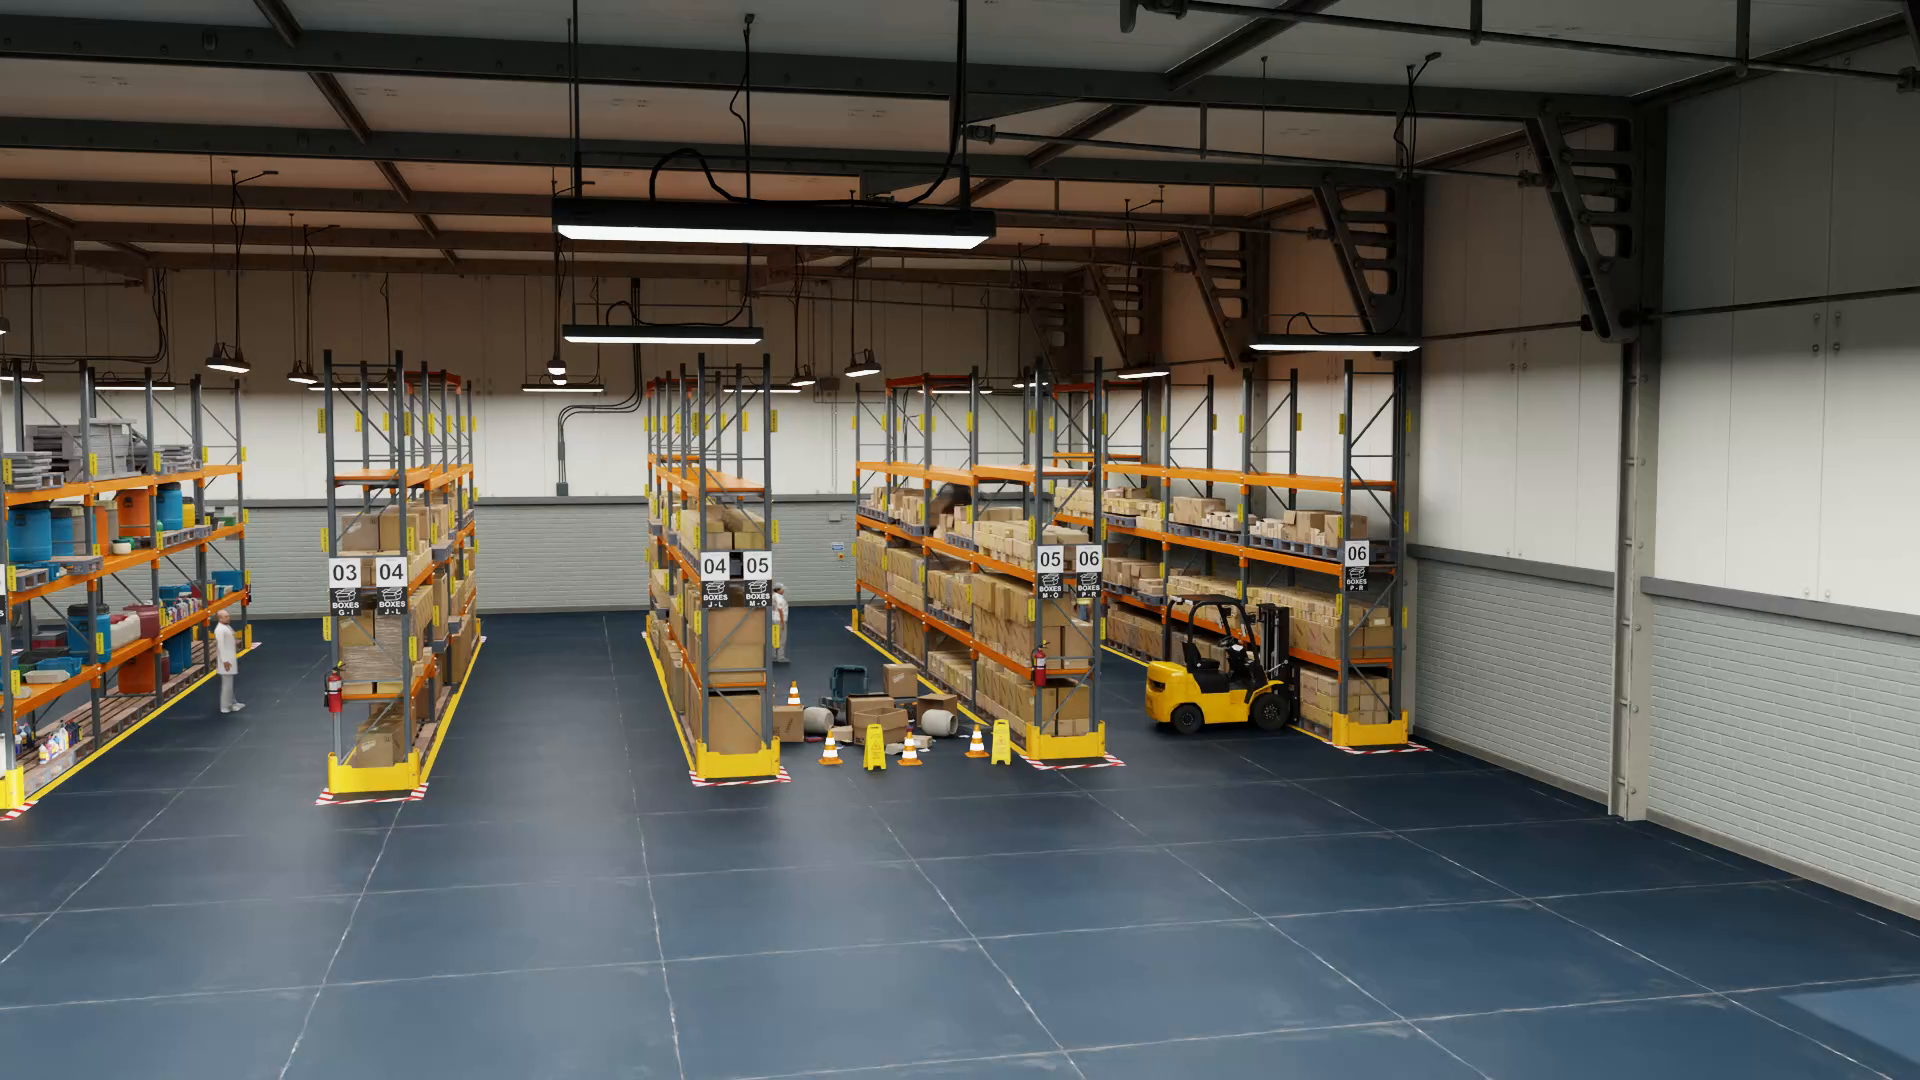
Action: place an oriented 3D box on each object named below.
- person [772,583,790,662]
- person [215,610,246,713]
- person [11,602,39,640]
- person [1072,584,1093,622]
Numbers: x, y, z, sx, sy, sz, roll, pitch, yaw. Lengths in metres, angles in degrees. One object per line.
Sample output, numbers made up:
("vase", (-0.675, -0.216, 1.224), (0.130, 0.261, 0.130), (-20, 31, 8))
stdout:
("person", (-3.809, 1.731, 34.960), (0.400, 1.664, 0.532), (-2, 5, -30))
("person", (-12.714, 2.100, 28.976), (0.499, 1.778, 0.613), (-2, 5, -29))
("person", (-21.577, 1.515, 38.296), (0.990, 1.600, 0.498), (0, 4, -5))
("person", (2.583, 1.376, 35.244), (0.505, 1.765, 0.628), (-1, 4, -8))
